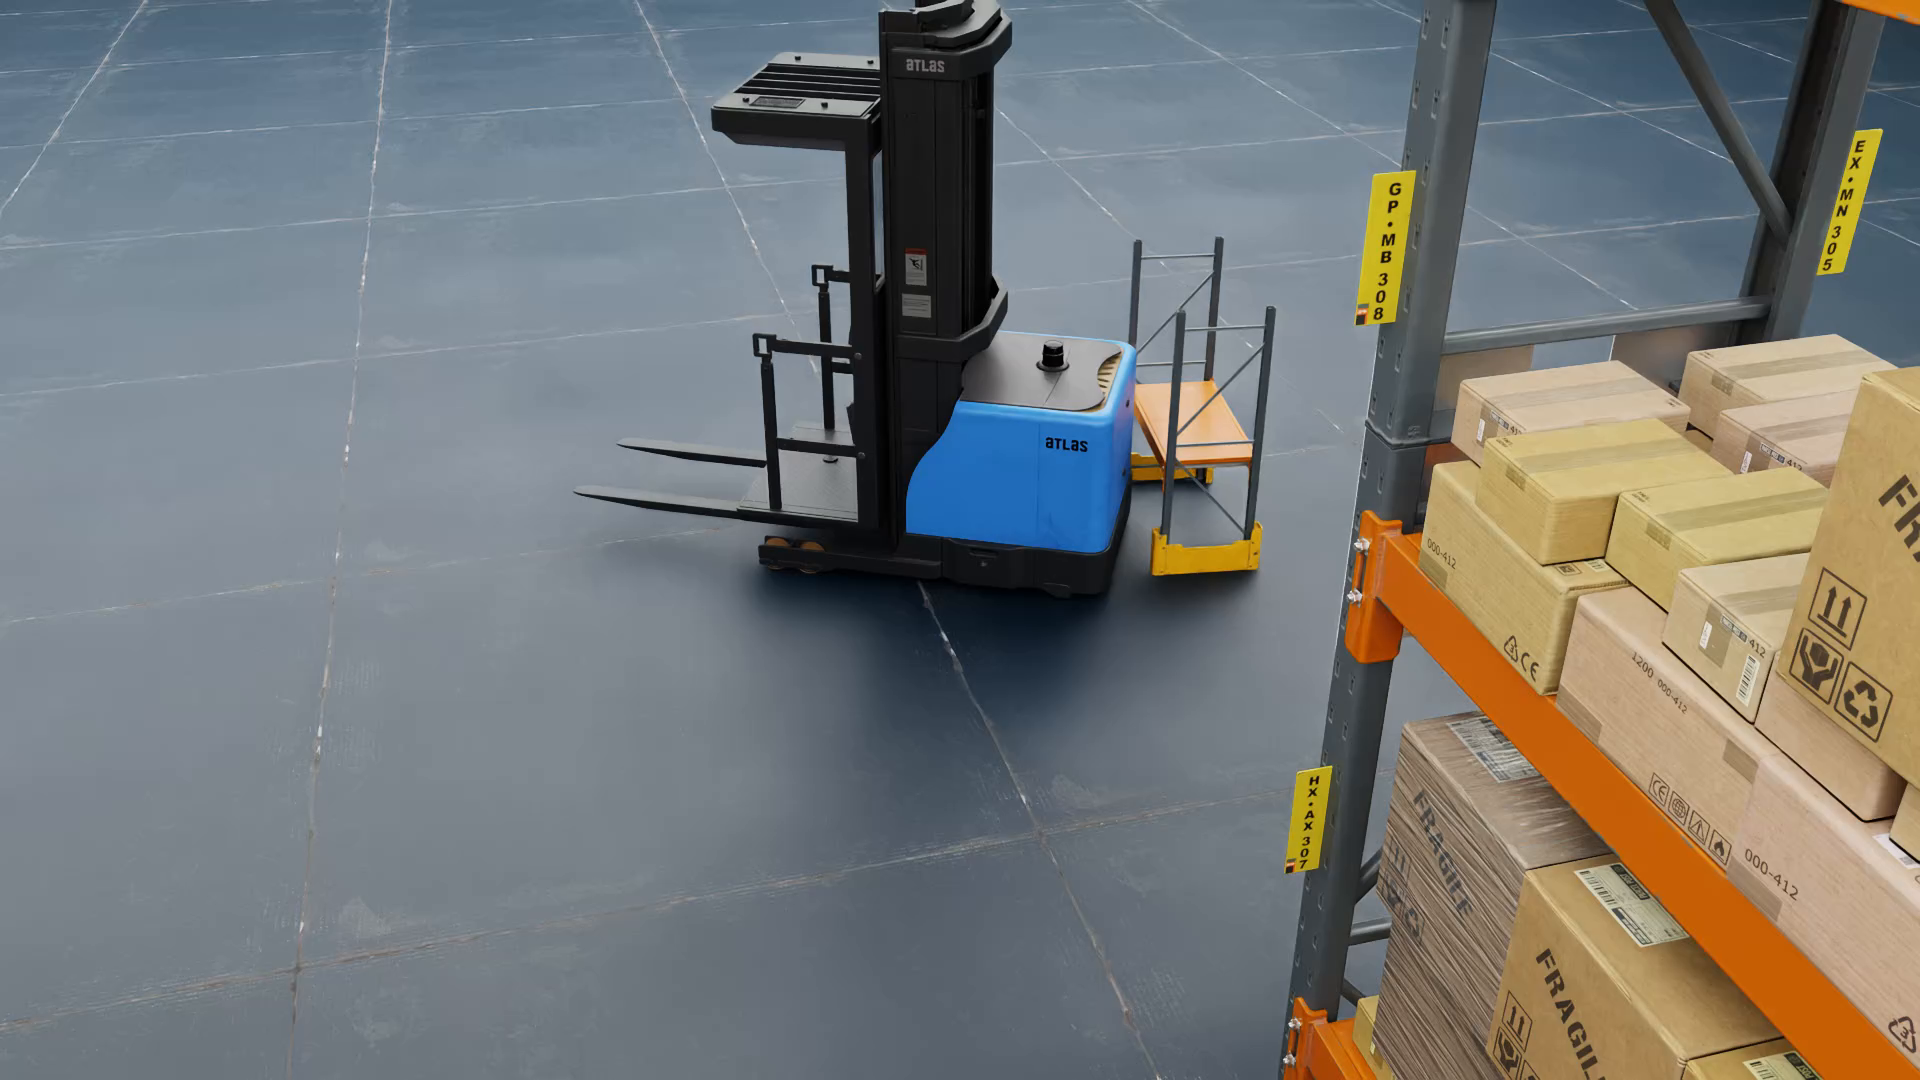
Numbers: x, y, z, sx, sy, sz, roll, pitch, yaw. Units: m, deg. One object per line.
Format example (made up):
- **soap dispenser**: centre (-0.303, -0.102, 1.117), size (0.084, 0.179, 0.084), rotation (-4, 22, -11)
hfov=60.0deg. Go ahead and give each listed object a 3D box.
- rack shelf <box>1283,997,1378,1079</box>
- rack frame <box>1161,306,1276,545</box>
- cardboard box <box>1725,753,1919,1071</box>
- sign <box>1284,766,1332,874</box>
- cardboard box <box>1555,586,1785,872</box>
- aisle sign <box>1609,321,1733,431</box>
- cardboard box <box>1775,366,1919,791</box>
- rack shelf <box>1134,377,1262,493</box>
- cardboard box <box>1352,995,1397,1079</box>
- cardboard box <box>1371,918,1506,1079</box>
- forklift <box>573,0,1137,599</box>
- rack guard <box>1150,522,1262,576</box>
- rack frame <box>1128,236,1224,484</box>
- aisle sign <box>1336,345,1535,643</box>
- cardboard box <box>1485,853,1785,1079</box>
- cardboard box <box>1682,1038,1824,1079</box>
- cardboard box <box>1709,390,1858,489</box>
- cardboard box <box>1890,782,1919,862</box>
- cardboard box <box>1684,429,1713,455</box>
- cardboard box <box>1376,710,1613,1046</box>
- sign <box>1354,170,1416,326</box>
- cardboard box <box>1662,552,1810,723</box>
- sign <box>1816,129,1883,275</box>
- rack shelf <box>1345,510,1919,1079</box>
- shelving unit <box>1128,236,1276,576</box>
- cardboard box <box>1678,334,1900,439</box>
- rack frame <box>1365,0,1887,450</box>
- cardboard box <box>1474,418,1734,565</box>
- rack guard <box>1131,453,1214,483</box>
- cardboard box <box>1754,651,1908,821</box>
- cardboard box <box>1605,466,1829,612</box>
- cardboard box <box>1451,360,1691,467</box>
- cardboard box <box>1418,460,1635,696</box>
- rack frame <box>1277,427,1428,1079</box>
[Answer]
- **rack shelf**: centre (1.930, 2.285, 3.027), size (1.077, 0.370, 4.000), rotation (-8, 31, -13)
- **rack frame**: centre (1.319, -0.494, 8.606), size (0.500, 1.500, 0.032), rotation (-3, 30, -6)
- **cardboard box**: centre (1.549, 0.529, 2.497), size (0.500, 0.250, 0.500), rotation (-8, 31, -13)
- **sign**: centre (0.877, 0.705, 4.174), size (0.100, 0.325, 0.005), rotation (-8, 31, -13)
- **cardboard box**: centre (1.421, 0.289, 2.911), size (0.500, 0.250, 0.500), rotation (-9, 31, -14)
- **aisle sign**: centre (1.672, -0.188, 3.985), size (0.394, 0.787, 0.004), rotation (-8, 31, -13)
- **cardboard box**: centre (1.533, 0.074, 2.239), size (0.500, 0.500, 0.500), rotation (-8, 31, -13)
- **rack shelf**: centre (1.259, -0.591, 9.133), size (0.538, 0.185, 1.000), rotation (-3, 30, -6)
- **cardboard box**: centre (1.245, 1.285, 4.286), size (0.380, 0.149, 0.250), rotation (-8, 31, -13)
- **cardboard box**: centre (1.519, 1.104, 3.951), size (0.875, 0.500, 0.500), rotation (-8, 31, -13)
- **forklift**: centre (-0.609, -1.338, 8.636), size (3.031, 2.935, 1.130), rotation (7, 31, 11)
- **rack guard**: centre (1.318, 0.046, 8.920), size (0.587, 0.250, 0.087), rotation (-3, 30, -6)
- **rack frame**: centre (1.199, -1.000, 9.480), size (0.500, 1.500, 0.032), rotation (-3, 30, -6)
- **aisle sign**: centre (1.094, -0.108, 3.847), size (0.394, 0.787, 0.004), rotation (-8, 31, -13)
- **cardboard box**: centre (1.409, 0.947, 3.225), size (0.500, 0.500, 0.500), rotation (-8, 31, -13)
- **cardboard box**: centre (1.543, 1.188, 2.808), size (0.500, 0.500, 0.500), rotation (-8, 31, -13)
- **cardboard box**: centre (1.730, -0.165, 3.298), size (0.380, 0.149, 0.250), rotation (-9, 31, -15)
- **cardboard box**: centre (1.562, 0.398, 2.326), size (0.380, 0.149, 0.250), rotation (-9, 31, -16)
- **cardboard box**: centre (1.773, -0.027, 3.458), size (0.500, 0.250, 0.500), rotation (-7, 31, -12)
- **cardboard box**: centre (1.283, 0.704, 3.644), size (0.500, 0.500, 0.500), rotation (-8, 31, -13)
- **sign**: centre (0.877, -0.597, 3.420), size (0.100, 0.325, 0.005), rotation (-8, 31, -13)
- **cardboard box**: centre (1.415, 0.150, 2.754), size (0.380, 0.149, 0.250), rotation (-7, 31, -11)
- **sign**: centre (1.940, -0.738, 3.653), size (0.100, 0.325, 0.005), rotation (-8, 31, -13)
- **rack shelf**: centre (1.930, 0.986, 2.275), size (1.077, 0.370, 4.000), rotation (-8, 31, -13)
- **shelving unit**: centre (1.260, -0.742, 9.035), size (0.587, 1.500, 1.083), rotation (-3, 30, -6)
- **cardboard box**: centre (1.774, -0.306, 3.542), size (0.380, 0.149, 0.250), rotation (-8, 31, -13)
- **rack frame**: centre (1.400, -1.589, 3.013), size (1.000, 3.000, 0.127), rotation (-8, 31, -13)
- **cardboard box**: centre (1.225, -0.097, 3.180), size (0.380, 0.149, 0.250), rotation (-7, 31, -12)
- **rack guard**: centre (1.201, -0.449, 9.776), size (0.587, 0.250, 0.087), rotation (-3, 30, -6)
- **cardboard box**: centre (1.475, 0.268, 2.551), size (0.380, 0.149, 0.250), rotation (-8, 31, -13)
- **cardboard box**: centre (1.411, 0.009, 2.998), size (0.380, 0.149, 0.250), rotation (-8, 31, -14)
- **cardboard box**: centre (1.250, -0.235, 3.419), size (0.380, 0.149, 0.250), rotation (-8, 31, -14)
- **cardboard box**: centre (1.278, 0.041, 3.340), size (0.500, 0.250, 0.500), rotation (-7, 31, -12)
- **rack frame**: centre (1.400, 1.007, 4.516), size (1.000, 3.000, 0.127), rotation (-8, 31, -13)
